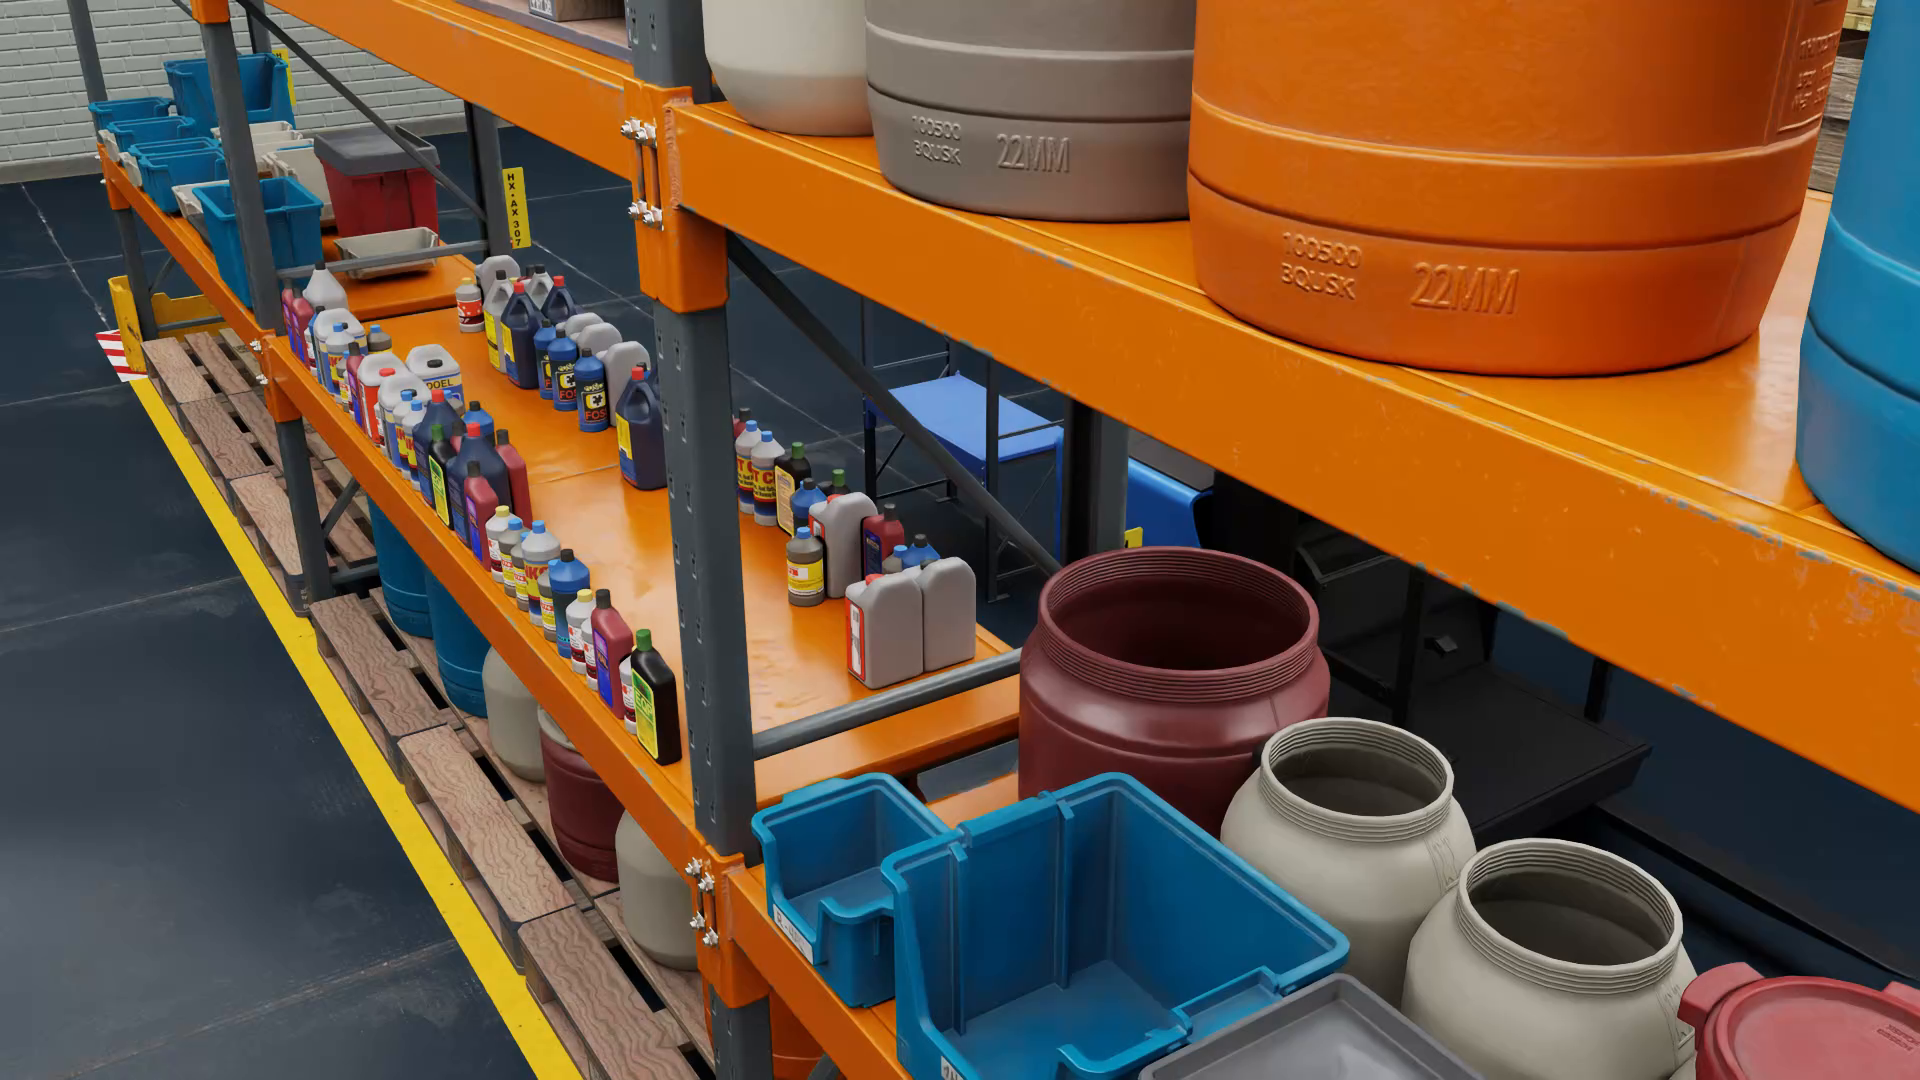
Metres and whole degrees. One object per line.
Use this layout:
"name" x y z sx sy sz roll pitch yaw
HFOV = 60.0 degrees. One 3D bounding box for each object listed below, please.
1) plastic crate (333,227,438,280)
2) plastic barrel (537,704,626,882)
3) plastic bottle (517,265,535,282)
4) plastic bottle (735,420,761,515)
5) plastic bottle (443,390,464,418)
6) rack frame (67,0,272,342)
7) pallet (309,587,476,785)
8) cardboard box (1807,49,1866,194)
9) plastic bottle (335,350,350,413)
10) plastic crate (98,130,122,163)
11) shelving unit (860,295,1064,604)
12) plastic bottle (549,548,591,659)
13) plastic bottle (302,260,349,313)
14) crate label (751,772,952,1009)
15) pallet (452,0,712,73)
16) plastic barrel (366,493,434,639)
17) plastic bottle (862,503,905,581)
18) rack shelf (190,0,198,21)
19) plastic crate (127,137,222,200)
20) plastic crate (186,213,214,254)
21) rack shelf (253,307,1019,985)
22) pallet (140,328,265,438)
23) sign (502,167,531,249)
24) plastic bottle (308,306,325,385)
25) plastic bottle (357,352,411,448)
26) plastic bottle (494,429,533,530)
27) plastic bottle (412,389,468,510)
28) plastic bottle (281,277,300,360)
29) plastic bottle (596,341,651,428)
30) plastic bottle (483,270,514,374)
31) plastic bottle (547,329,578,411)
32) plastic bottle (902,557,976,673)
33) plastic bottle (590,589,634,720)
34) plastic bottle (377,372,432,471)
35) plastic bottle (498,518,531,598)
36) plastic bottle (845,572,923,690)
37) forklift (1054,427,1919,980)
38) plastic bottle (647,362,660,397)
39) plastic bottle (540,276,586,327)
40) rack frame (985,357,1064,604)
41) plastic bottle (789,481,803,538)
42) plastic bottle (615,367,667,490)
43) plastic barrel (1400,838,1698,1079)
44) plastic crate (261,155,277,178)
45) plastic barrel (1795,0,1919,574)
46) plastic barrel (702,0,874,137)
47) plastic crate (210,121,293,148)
"plastic crate" -2.409 -1.204 7.026 0.396 0.136 0.243 -16 29 -30
"plastic barrel" -0.989 0.660 5.172 0.600 0.588 0.708 -16 29 -30
"plastic bottle" -1.624 -0.906 6.292 0.061 0.283 0.133 -16 29 -30
"plastic bottle" -0.601 -0.216 4.845 0.097 0.271 0.097 0 25 0
"plastic bottle" -1.615 -0.374 5.261 0.097 0.201 0.097 0 25 0
"rack frame" -4.458 -2.527 9.590 1.000 3.000 0.127 -16 29 -30
"pallet" -1.888 0.450 6.549 1.003 0.211 1.213 -16 29 -30
"cardboard box" 3.673 -1.584 6.300 0.797 0.503 0.637 -14 29 -28
"plastic bottle" -2.048 -0.539 5.611 0.097 0.201 0.097 0 25 0
"plastic crate" -4.493 -2.136 9.000 0.250 0.136 0.298 -16 29 -30
"shelving unit" 0.047 -0.648 7.365 0.538 1.500 1.048 -16 29 -30
"plastic bottle" -0.949 0.149 4.071 0.097 0.271 0.097 0 25 0
"plastic bottle" -2.332 -0.858 6.113 0.144 0.351 0.185 -16 29 -30
"crate label" -0.175 0.648 3.060 0.303 0.233 0.416 -16 29 -30
"pallet" -0.427 -1.233 3.556 1.003 0.211 1.213 -16 29 -30
"plastic barrel" -1.992 -0.139 6.497 0.600 0.901 0.708 -16 29 -30
"plastic bottle" -0.198 0.029 4.313 0.061 0.283 0.133 -16 29 -30
"rack shelf" -3.366 -2.843 7.588 1.077 0.370 4.000 -16 29 -30
"plastic crate" -3.880 -1.843 8.266 0.416 0.233 0.300 -16 29 -30
"plastic crate" -3.111 -1.337 7.321 0.437 0.125 0.590 -16 29 -30
"rack shelf" -1.183 -0.056 5.198 1.077 0.370 4.000 -16 29 -30
"pallet" -4.040 -0.962 9.541 1.003 0.211 1.213 -16 29 -30
"sign" -1.813 -1.349 6.770 0.100 0.325 0.005 -16 29 -30
"plastic bottle" -2.228 -0.688 5.845 0.097 0.271 0.097 0 25 0
"plastic bottle" -1.836 -0.455 5.345 0.152 0.276 0.135 -16 29 -30
"plastic bottle" -1.273 -0.167 4.727 0.061 0.283 0.133 -16 29 -30
"plastic bottle" -1.519 -0.278 4.883 0.144 0.351 0.185 -16 29 -30
"plastic bottle" -2.432 -0.813 6.096 0.061 0.283 0.133 -16 29 -30
"plastic bottle" -1.114 -0.533 5.510 0.152 0.276 0.135 -16 29 -30
"plastic bottle" -1.619 -0.788 5.964 0.144 0.351 0.185 -16 29 -30
"plastic bottle" -1.335 -0.578 5.611 0.097 0.271 0.097 0 25 0
"plastic bottle" -0.056 0.160 4.043 0.152 0.276 0.135 -16 29 -30
"plastic bottle" -0.795 0.259 3.824 0.061 0.283 0.133 -16 29 -30
"plastic bottle" -1.709 -0.372 5.170 0.152 0.276 0.135 -16 29 -30
"plastic bottle" -1.162 0.042 4.381 0.097 0.201 0.097 0 25 0
"plastic bottle" -0.184 0.196 3.967 0.152 0.276 0.135 -16 29 -30
"forklift" 1.583 -0.368 5.096 1.130 2.935 3.031 -16 30 -30
"plastic bottle" -0.897 -0.428 5.200 0.144 0.351 0.185 -16 29 -30
"plastic bottle" -1.398 -0.756 5.895 0.144 0.351 0.185 -16 29 -30
"rack frame" 0.324 -0.466 6.980 0.500 1.500 0.032 -16 29 -30
"plastic bottle" -0.422 -0.067 4.611 0.097 0.201 0.097 0 25 0
"plastic bottle" -0.951 -0.344 5.023 0.144 0.351 0.185 -16 29 -30
"plastic barrel" 0.880 0.752 2.512 0.421 0.512 0.421 0 25 0
"plastic crate" -3.366 -1.883 8.464 0.298 0.136 0.250 -16 29 -30
"plastic barrel" 0.919 -0.418 1.020 0.600 0.901 0.708 -16 29 -30
"plastic barrel" -0.178 -0.890 2.478 0.421 0.512 0.421 0 25 0
"plastic crate" -3.861 -2.186 9.105 0.396 0.136 0.243 -16 29 -30
